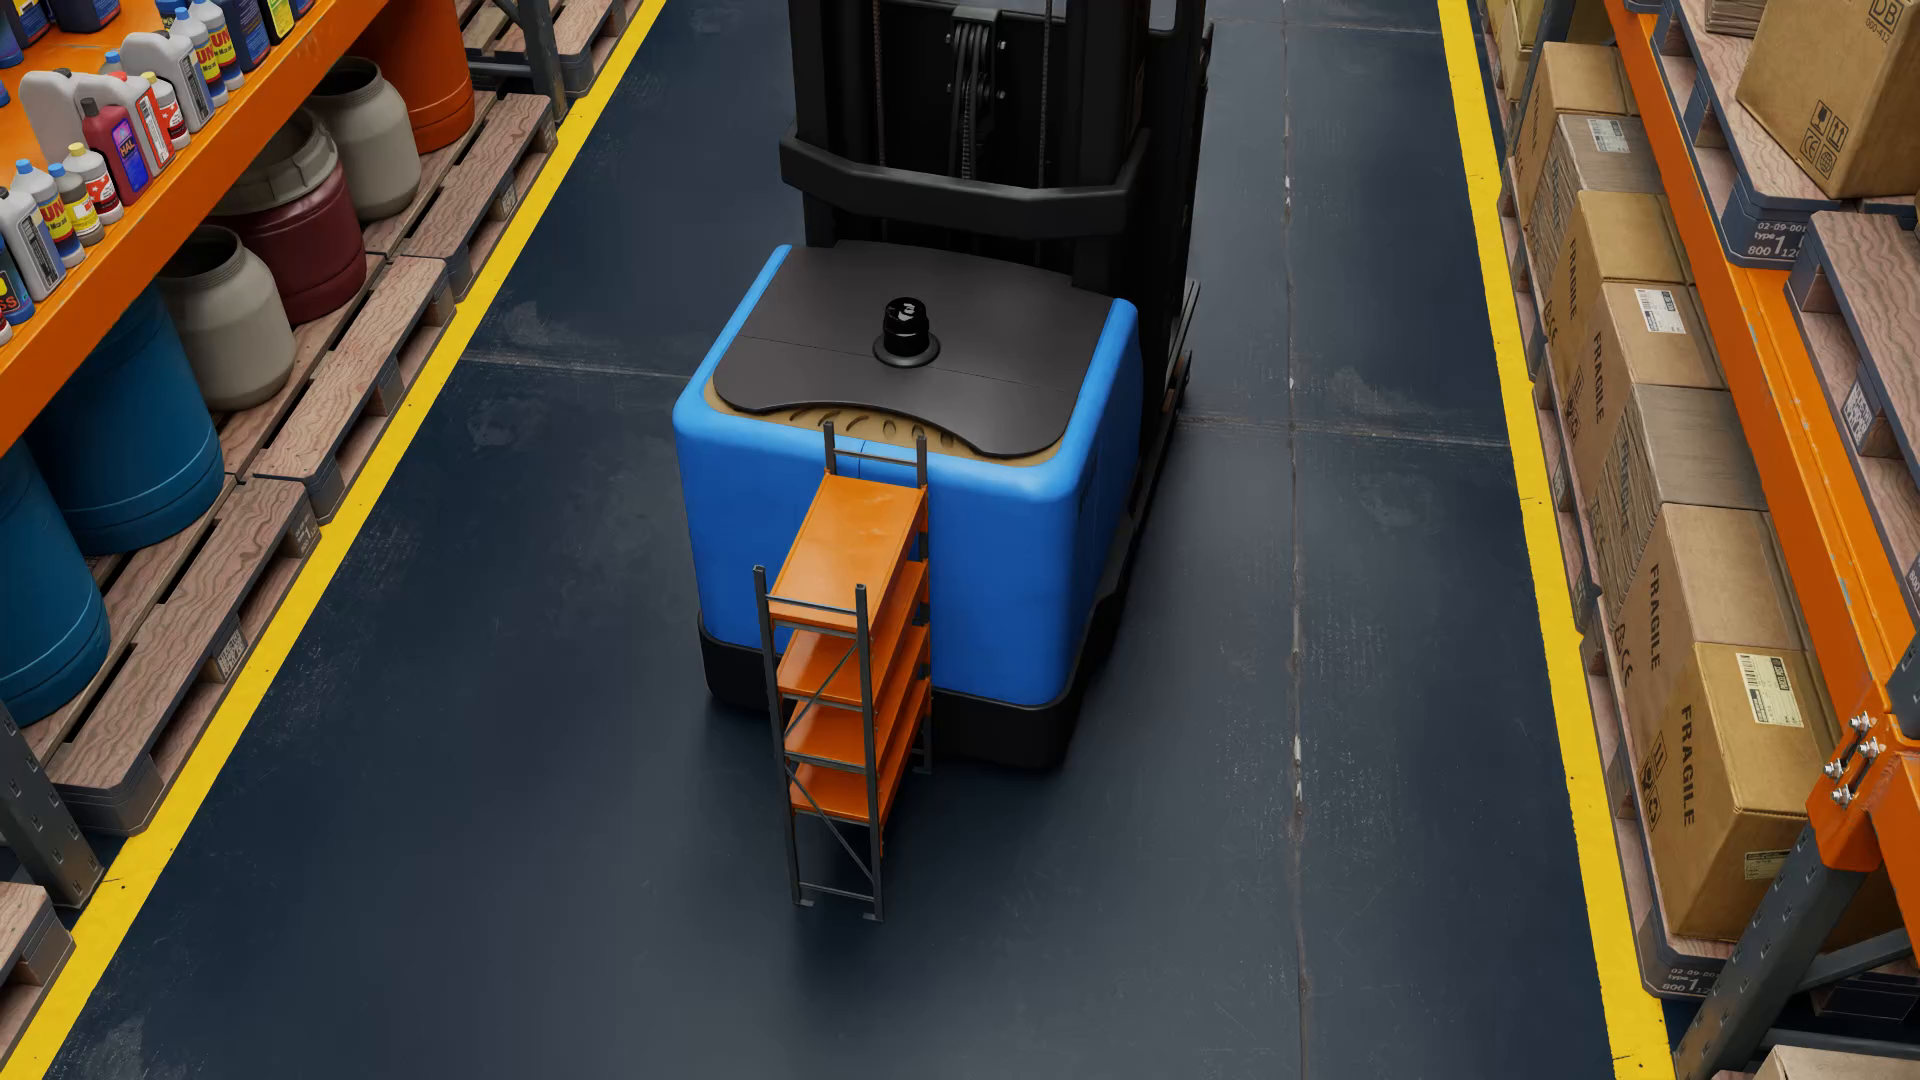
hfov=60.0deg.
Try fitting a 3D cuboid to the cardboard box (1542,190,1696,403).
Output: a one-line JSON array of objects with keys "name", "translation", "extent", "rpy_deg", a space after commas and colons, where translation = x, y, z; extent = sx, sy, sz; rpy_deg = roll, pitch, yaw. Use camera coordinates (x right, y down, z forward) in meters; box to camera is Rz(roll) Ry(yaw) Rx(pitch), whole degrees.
[{"name": "cardboard box", "translation": [2.230, -0.771, 5.380], "extent": [0.500, 0.500, 0.500], "rpy_deg": [5, 44, 5]}]

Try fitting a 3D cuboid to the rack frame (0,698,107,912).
[{"name": "rack frame", "translation": [-2.730, -0.228, 3.309], "extent": [1.000, 3.000, 0.127], "rpy_deg": [5, 44, 6]}]

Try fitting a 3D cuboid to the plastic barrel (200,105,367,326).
[{"name": "plastic barrel", "translation": [-2.398, -1.126, 5.706], "extent": [0.600, 0.588, 0.708], "rpy_deg": [5, 44, 6]}]

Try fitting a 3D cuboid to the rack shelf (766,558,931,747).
[{"name": "rack shelf", "translation": [-0.252, 0.236, 3.901], "extent": [0.258, 0.148, 0.480], "rpy_deg": [10, 44, 10]}]

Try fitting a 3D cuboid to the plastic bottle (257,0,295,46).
[{"name": "plastic bottle", "translation": [-2.025, -1.602, 4.845], "extent": [0.061, 0.283, 0.133], "rpy_deg": [5, 44, 6]}]

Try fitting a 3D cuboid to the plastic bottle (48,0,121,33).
[{"name": "plastic bottle", "translation": [-2.619, -1.695, 4.894], "extent": [0.144, 0.351, 0.185], "rpy_deg": [5, 44, 6]}]

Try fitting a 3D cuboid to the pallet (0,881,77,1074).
[{"name": "pallet", "translation": [-2.789, 1.289, 3.735], "extent": [1.003, 0.211, 1.213], "rpy_deg": [5, 44, 6]}]

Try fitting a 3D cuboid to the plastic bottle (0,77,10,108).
[{"name": "plastic bottle", "translation": [-2.709, -1.323, 4.559], "extent": [0.097, 0.271, 0.097], "rpy_deg": [0, 43, 0]}]

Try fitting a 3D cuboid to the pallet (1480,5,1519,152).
[{"name": "pallet", "translation": [2.856, -2.046, 7.258], "extent": [1.003, 0.211, 1.213], "rpy_deg": [5, 44, 6]}]

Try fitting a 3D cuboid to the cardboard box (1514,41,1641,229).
[{"name": "cardboard box", "translation": [2.365, -1.469, 6.118], "extent": [0.500, 0.500, 0.500], "rpy_deg": [7, 44, 7]}]

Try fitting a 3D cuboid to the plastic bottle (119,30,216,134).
[{"name": "plastic bottle", "translation": [-2.138, -1.253, 4.482], "extent": [0.152, 0.276, 0.135], "rpy_deg": [5, 44, 6]}]

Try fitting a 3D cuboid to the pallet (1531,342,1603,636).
[{"name": "pallet", "translation": [2.408, -0.154, 5.260], "extent": [1.003, 0.211, 1.213], "rpy_deg": [5, 44, 6]}]

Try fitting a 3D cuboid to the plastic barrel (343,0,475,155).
[{"name": "plastic barrel", "translation": [-2.249, -1.984, 6.436], "extent": [0.600, 0.830, 0.708], "rpy_deg": [5, 44, 6]}]

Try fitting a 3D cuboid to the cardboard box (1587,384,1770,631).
[{"name": "cardboard box", "translation": [2.101, -0.068, 4.638], "extent": [0.500, 0.500, 0.500], "rpy_deg": [6, 44, 6]}]

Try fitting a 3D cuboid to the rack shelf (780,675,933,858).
[{"name": "rack shelf", "translation": [-0.252, 0.542, 4.191], "extent": [0.258, 0.148, 0.480], "rpy_deg": [10, 44, 10]}]

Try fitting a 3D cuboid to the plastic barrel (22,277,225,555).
[{"name": "plastic barrel", "translation": [-2.548, -0.470, 4.786], "extent": [0.600, 0.901, 0.708], "rpy_deg": [5, 44, 6]}]

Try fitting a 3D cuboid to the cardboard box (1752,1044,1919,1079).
[{"name": "cardboard box", "translation": [1.909, 1.308, 3.323], "extent": [0.500, 0.311, 0.500], "rpy_deg": [5, 44, 6]}]

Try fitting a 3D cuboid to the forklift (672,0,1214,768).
[{"name": "forklift", "translation": [0.170, -1.478, 4.680], "extent": [1.130, 2.935, 3.031], "rpy_deg": [11, 45, 11]}]

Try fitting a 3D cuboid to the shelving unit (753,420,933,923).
[{"name": "shelving unit", "translation": [-0.252, 0.349, 4.009], "extent": [0.258, 1.200, 0.503], "rpy_deg": [10, 44, 10]}]

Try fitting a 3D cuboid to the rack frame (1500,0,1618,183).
[{"name": "rack frame", "translation": [2.708, -2.501, 5.710], "extent": [1.000, 3.000, 0.127], "rpy_deg": [5, 44, 6]}]

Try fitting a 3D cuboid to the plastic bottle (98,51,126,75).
[{"name": "plastic bottle", "translation": [-2.264, -1.225, 4.506], "extent": [0.097, 0.201, 0.097], "rpy_deg": [0, 43, 0]}]

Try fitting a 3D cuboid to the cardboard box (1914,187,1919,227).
[{"name": "cardboard box", "translation": [2.492, -0.741, 3.473], "extent": [0.700, 0.500, 0.500], "rpy_deg": [12, 45, 12]}]

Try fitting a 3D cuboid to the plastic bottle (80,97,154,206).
[{"name": "plastic bottle", "translation": [-2.141, -1.002, 4.212], "extent": [0.061, 0.283, 0.133], "rpy_deg": [5, 44, 6]}]

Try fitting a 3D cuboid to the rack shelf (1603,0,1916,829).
[{"name": "rack shelf", "translation": [2.444, -0.877, 4.518], "extent": [1.077, 0.370, 4.000], "rpy_deg": [5, 44, 6]}]

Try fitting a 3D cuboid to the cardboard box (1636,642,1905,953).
[{"name": "cardboard box", "translation": [1.961, 0.610, 3.922], "extent": [0.500, 0.500, 0.500], "rpy_deg": [5, 44, 5]}]

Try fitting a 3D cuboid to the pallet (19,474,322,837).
[{"name": "pallet", "translation": [-2.587, 0.262, 4.819], "extent": [1.003, 0.211, 1.213], "rpy_deg": [5, 44, 6]}]

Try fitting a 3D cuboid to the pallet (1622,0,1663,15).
[{"name": "pallet", "translation": [2.688, -1.963, 5.281], "extent": [1.213, 0.211, 1.003], "rpy_deg": [5, 44, 6]}]

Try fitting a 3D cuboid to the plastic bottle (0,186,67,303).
[{"name": "plastic bottle", "translation": [-2.243, -0.713, 3.912], "extent": [0.152, 0.276, 0.135], "rpy_deg": [5, 44, 6]}]

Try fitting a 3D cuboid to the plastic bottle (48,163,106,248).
[{"name": "plastic bottle", "translation": [-2.187, -0.829, 4.088], "extent": [0.097, 0.201, 0.097], "rpy_deg": [0, 43, 0]}]

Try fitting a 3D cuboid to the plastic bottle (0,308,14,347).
[{"name": "plastic bottle", "translation": [-2.244, -0.538, 3.781], "extent": [0.097, 0.201, 0.097], "rpy_deg": [0, 43, 0]}]

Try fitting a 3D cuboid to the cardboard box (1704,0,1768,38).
[{"name": "cardboard box", "translation": [2.426, -1.645, 4.427], "extent": [0.700, 0.500, 0.500], "rpy_deg": [13, 45, 13]}]

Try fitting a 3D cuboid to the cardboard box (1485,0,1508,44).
[{"name": "cardboard box", "translation": [2.601, -2.388, 7.285], "extent": [0.500, 0.250, 0.500], "rpy_deg": [5, 44, 5]}]

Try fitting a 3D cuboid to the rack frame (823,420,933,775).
[{"name": "rack frame", "translation": [-0.193, 0.186, 4.181], "extent": [0.240, 1.200, 0.015], "rpy_deg": [10, 44, 10]}]

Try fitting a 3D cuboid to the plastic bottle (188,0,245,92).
[{"name": "plastic bottle", "translation": [-2.083, -1.394, 4.634], "extent": [0.097, 0.271, 0.097], "rpy_deg": [0, 43, 0]}]

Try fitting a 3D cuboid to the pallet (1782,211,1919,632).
[{"name": "pallet", "translation": [2.393, -0.240, 3.462], "extent": [1.003, 0.211, 1.213], "rpy_deg": [5, 44, 6]}]

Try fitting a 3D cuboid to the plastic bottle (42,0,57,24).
[{"name": "plastic bottle", "translation": [-2.762, -1.698, 4.952], "extent": [0.152, 0.276, 0.135], "rpy_deg": [5, 44, 6]}]

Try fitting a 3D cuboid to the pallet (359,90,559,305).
[{"name": "pallet", "translation": [-2.264, -1.401, 6.576], "extent": [1.003, 0.211, 1.213], "rpy_deg": [5, 44, 6]}]
